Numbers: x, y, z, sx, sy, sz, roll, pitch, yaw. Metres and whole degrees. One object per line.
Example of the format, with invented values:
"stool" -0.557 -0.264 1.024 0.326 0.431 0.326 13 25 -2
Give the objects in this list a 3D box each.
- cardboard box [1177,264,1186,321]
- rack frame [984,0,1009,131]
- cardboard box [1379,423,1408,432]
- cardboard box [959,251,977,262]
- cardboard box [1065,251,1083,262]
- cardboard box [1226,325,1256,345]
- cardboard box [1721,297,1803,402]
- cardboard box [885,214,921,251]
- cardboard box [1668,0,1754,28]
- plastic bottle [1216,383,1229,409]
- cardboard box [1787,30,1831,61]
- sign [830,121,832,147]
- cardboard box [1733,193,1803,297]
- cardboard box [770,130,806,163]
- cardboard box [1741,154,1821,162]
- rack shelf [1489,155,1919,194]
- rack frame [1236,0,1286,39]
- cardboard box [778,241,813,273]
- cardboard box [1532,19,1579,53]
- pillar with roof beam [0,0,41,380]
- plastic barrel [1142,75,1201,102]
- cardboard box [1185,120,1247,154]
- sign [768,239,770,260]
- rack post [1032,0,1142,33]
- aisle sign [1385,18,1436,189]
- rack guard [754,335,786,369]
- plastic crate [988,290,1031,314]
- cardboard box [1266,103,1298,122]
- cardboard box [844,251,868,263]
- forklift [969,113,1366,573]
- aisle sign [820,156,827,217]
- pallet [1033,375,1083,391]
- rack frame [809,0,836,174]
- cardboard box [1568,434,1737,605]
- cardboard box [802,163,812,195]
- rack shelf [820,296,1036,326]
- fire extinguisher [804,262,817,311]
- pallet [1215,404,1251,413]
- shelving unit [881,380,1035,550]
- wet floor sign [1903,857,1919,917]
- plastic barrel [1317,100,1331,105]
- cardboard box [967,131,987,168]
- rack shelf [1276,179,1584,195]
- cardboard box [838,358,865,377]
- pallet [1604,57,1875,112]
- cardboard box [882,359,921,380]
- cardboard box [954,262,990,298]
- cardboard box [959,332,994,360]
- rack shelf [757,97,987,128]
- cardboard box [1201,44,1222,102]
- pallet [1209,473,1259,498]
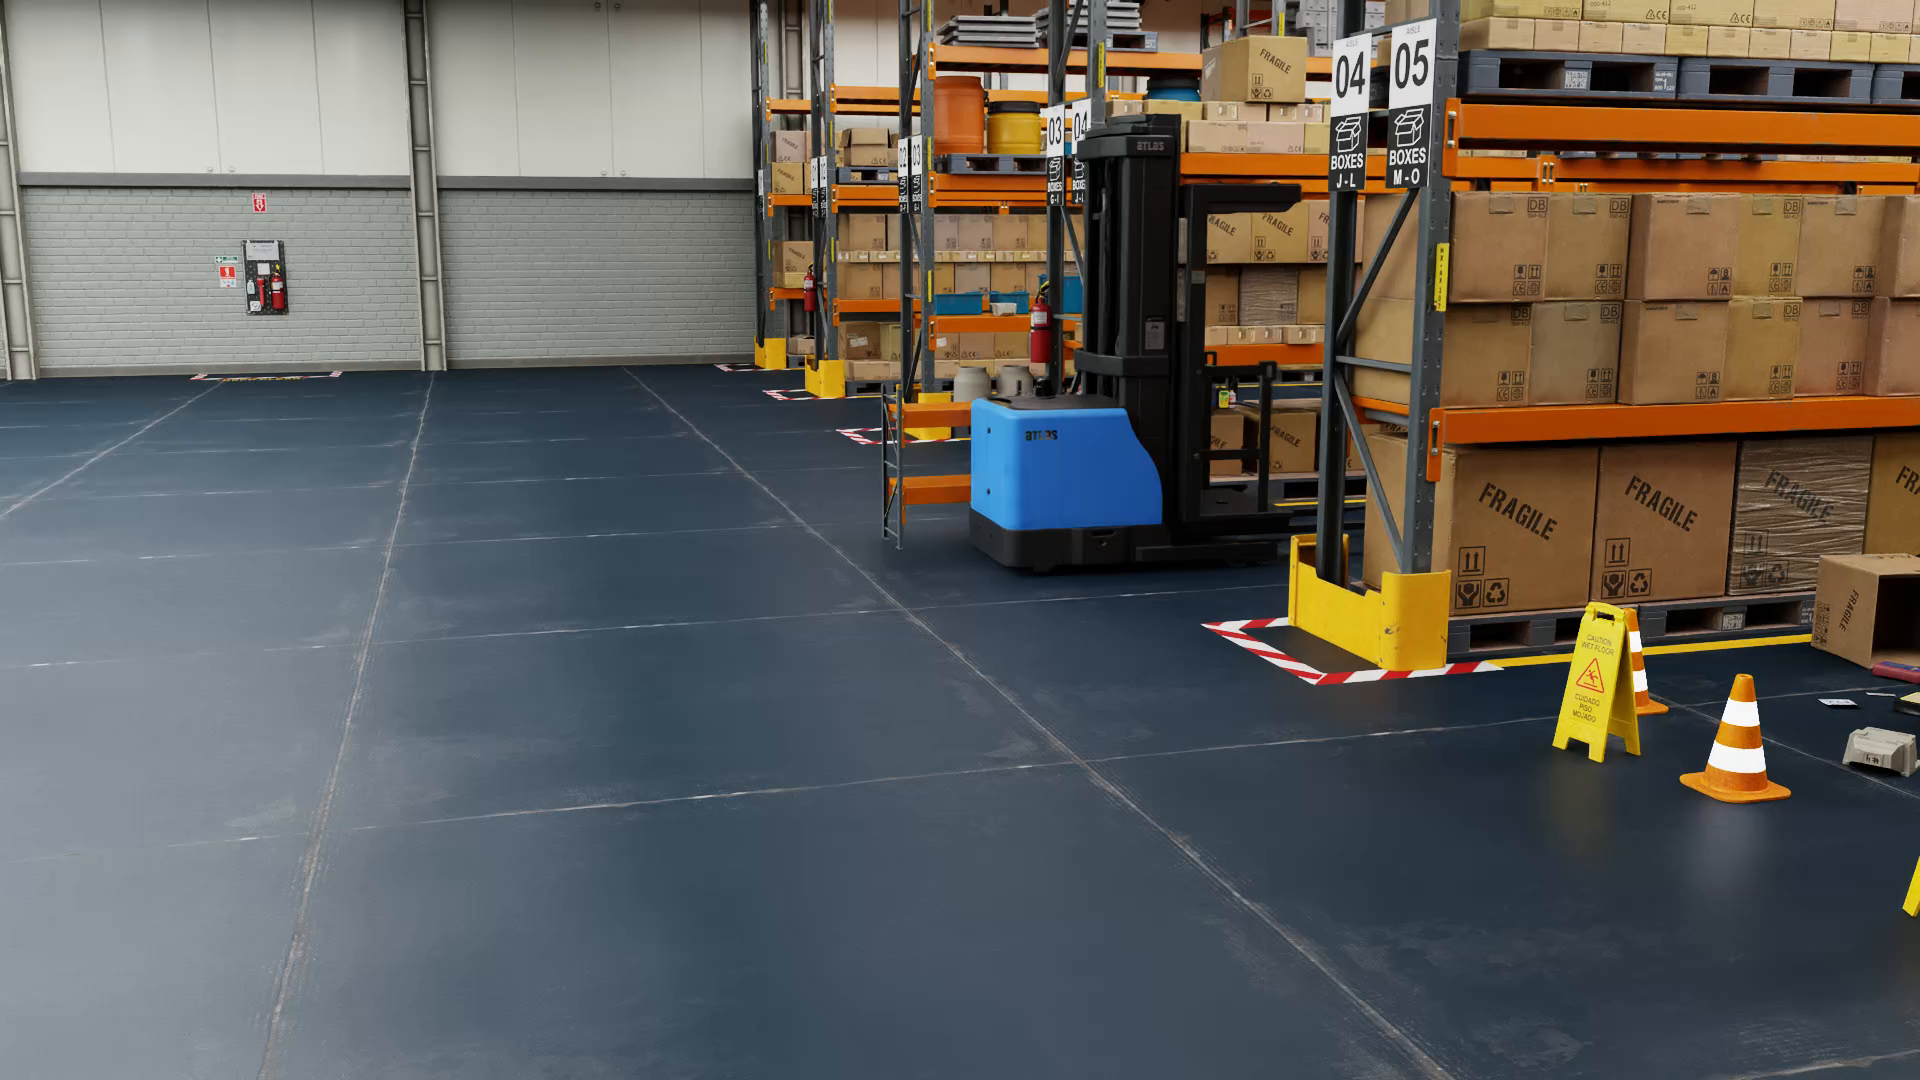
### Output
"cardboard box" 1.451 -2.002 13.541 0.500 0.500 0.875 -3 11 -16
"rack frame" 0.602 -7.520 28.040 0.127 3.000 1.000 -3 11 -16
"cardboard box" 3.812 -0.920 14.502 0.500 0.500 0.500 0 10 2
"cardboard box" 0.063 -3.934 23.065 0.250 0.149 0.380 -3 11 -15
"cardboard box" 1.551 -4.014 23.495 0.250 0.149 0.380 -3 11 -17
"cardboard box" 2.221 -1.680 13.583 0.250 0.149 0.380 -3 11 -16
"cardboard box" 4.140 -1.089 9.263 0.500 0.550 0.875 -3 11 -16
"cardboard box" -0.844 -4.245 22.961 0.500 0.500 0.700 -3 11 -17
"cardboard box" 3.711 -2.751 8.578 0.500 0.250 0.500 -3 11 -16
"plastic bottle" 3.001 -1.646 18.990 0.133 0.283 0.061 -2 11 -13
"cardboard box" 4.319 -2.575 8.721 0.250 0.149 0.380 -3 11 -16
"sign" -1.701 -5.353 21.923 0.005 0.325 0.100 -3 11 -16
"cardboard box" 4.122 -1.631 9.226 0.500 0.550 0.875 -3 11 -16
"cardboard box" -2.801 -6.370 26.987 0.500 0.500 0.500 -4 11 -20
"cardboard box" 7.253 -3.471 14.745 0.500 0.250 0.500 -3 11 -14
"rack shelf" 6.676 -3.209 14.894 4.000 0.370 1.077 -3 11 -16
"rack frame" 3.371 -5.798 18.685 0.127 3.000 1.000 -3 11 -16
"cardboard box" -2.696 -4.644 27.274 0.500 0.500 0.500 -3 11 -16
"cardboard box" 2.867 -2.498 8.306 0.250 0.149 0.380 -3 11 -15
"pillar with roof beam" -13.127 -6.148 20.586 0.400 9.000 9.100 -3 11 -16
"plastic barrel" 2.385 -4.744 18.700 0.708 0.901 0.600 -3 11 -16
"cardboard box" 1.943 -3.192 13.229 0.500 0.250 0.500 -3 11 -17
"sign" -3.087 -4.698 26.893 0.005 0.325 0.100 -3 11 -16
"rack post" 1.382 -5.662 18.154 0.954 0.300 0.937 -3 11 -17
"aisle sign" 2.220 -2.139 8.202 0.004 0.787 0.394 -3 11 -16
"rack guard" -3.166 -3.142 27.730 0.348 0.500 1.175 -3 11 -16
"plastic crate" 0.552 -2.681 18.735 0.408 0.251 0.499 -3 11 -16
"cardboard box" 2.502 -3.415 13.340 0.250 0.149 0.380 -4 11 -19
"cardboard box" -1.414 -3.857 22.643 0.250 0.149 0.380 -3 11 -16
"forklift" 1.637 -1.351 11.289 3.031 2.935 1.130 -3 11 -14
"aisle sign" -1.828 -4.728 22.264 0.004 0.787 0.394 -3 11 -16
"pallet" 1.215 -2.304 23.980 1.213 0.211 1.003 -3 11 -16
"rack frame" -1.850 -6.457 22.263 0.127 3.000 1.000 -3 11 -16
"cardboard box" 3.681 -0.169 9.387 0.875 0.875 0.875 -3 11 -17
"cardboard box" -2.322 -5.896 27.171 0.500 0.500 0.500 -2 11 -12
"rack shelf" 0.070 -3.254 23.421 4.000 0.370 1.077 -3 11 -16
"fire extinguisher" -2.094 -3.543 23.220 0.183 0.674 0.296 -3 11 -16
"pallet" 2.714 -1.449 19.335 1.213 0.211 1.003 -3 11 -16
"shelving unit" 0.006 -0.554 11.946 1.048 1.125 0.538 -3 11 -16
"wet floor sign" 3.203 0.920 5.265 0.232 0.644 0.267 1 10 4
"plastic barrel" 4.427 -4.666 19.435 0.600 0.901 0.600 0 10 0
"cardboard box" 0.374 -5.448 23.241 0.637 0.503 0.797 -2 11 -10
"rack shelf" 5.291 -4.070 19.571 4.000 0.370 1.077 -3 11 -16
"cardboard box" -1.418 -2.439 23.444 0.500 0.250 0.500 -3 11 -16
"pallet" 4.087 -2.450 9.029 1.213 0.211 1.003 -3 11 -16
"cardboard box" -0.794 -2.375 23.096 0.500 0.250 0.500 -3 11 -16
"cardboard box" 0.087 -3.655 23.342 0.500 0.500 0.700 -3 11 -14
"cardboard box" 0.168 -2.793 23.297 0.500 0.500 0.500 -3 11 -16
"rack shelf" -1.318 -7.063 27.555 4.000 0.370 1.077 -3 11 -16
"cardboard box" 2.332 -3.823 13.763 0.500 0.500 0.500 -3 11 -16
"pallet" 1.778 -0.451 13.915 1.213 0.211 1.003 -3 11 -16
